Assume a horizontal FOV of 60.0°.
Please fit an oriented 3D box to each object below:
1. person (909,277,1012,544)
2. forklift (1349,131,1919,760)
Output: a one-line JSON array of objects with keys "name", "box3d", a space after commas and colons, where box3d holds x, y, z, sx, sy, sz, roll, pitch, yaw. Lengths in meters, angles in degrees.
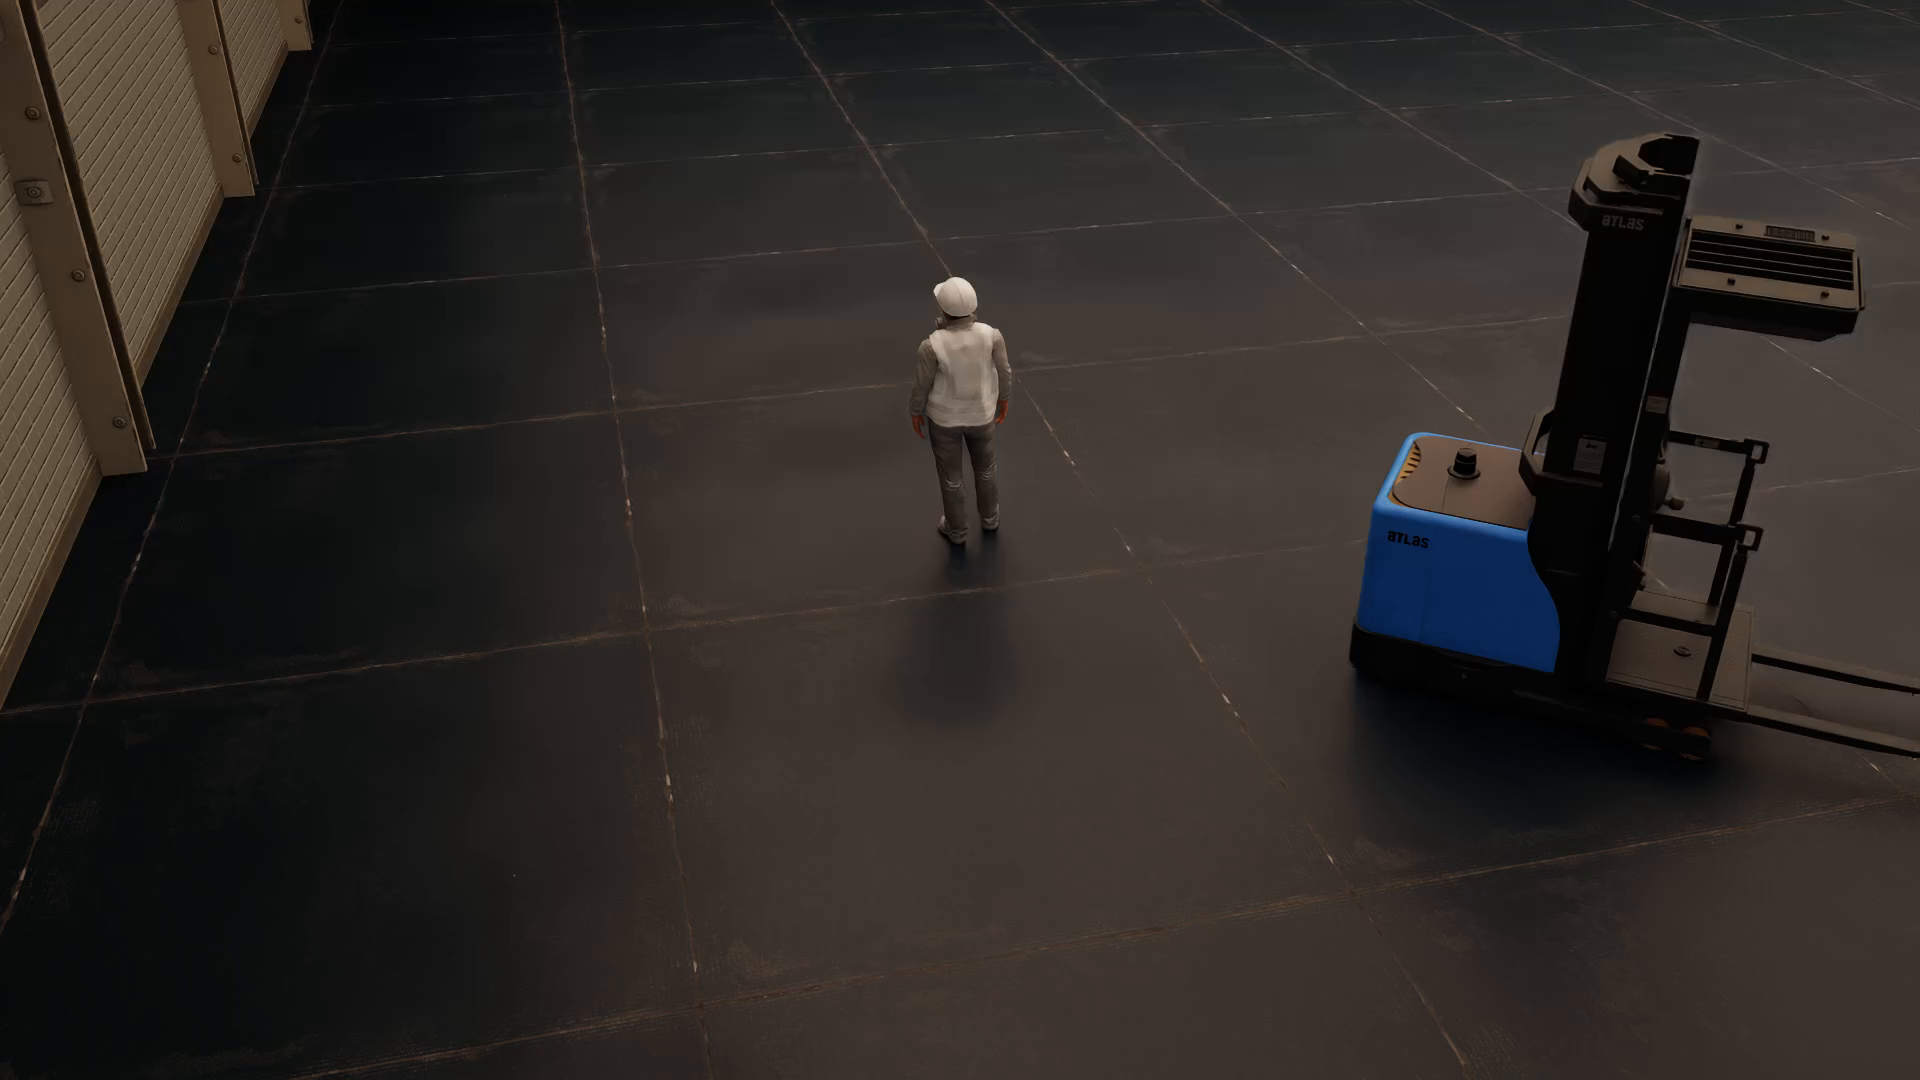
[{"name": "person", "box3d": [-0.004, -0.804, 10.108, 0.626, 1.770, 0.566, -7, 31, -12]}, {"name": "forklift", "box3d": [3.719, -0.443, 8.340, 3.031, 2.935, 1.130, 13, 32, 21]}]
